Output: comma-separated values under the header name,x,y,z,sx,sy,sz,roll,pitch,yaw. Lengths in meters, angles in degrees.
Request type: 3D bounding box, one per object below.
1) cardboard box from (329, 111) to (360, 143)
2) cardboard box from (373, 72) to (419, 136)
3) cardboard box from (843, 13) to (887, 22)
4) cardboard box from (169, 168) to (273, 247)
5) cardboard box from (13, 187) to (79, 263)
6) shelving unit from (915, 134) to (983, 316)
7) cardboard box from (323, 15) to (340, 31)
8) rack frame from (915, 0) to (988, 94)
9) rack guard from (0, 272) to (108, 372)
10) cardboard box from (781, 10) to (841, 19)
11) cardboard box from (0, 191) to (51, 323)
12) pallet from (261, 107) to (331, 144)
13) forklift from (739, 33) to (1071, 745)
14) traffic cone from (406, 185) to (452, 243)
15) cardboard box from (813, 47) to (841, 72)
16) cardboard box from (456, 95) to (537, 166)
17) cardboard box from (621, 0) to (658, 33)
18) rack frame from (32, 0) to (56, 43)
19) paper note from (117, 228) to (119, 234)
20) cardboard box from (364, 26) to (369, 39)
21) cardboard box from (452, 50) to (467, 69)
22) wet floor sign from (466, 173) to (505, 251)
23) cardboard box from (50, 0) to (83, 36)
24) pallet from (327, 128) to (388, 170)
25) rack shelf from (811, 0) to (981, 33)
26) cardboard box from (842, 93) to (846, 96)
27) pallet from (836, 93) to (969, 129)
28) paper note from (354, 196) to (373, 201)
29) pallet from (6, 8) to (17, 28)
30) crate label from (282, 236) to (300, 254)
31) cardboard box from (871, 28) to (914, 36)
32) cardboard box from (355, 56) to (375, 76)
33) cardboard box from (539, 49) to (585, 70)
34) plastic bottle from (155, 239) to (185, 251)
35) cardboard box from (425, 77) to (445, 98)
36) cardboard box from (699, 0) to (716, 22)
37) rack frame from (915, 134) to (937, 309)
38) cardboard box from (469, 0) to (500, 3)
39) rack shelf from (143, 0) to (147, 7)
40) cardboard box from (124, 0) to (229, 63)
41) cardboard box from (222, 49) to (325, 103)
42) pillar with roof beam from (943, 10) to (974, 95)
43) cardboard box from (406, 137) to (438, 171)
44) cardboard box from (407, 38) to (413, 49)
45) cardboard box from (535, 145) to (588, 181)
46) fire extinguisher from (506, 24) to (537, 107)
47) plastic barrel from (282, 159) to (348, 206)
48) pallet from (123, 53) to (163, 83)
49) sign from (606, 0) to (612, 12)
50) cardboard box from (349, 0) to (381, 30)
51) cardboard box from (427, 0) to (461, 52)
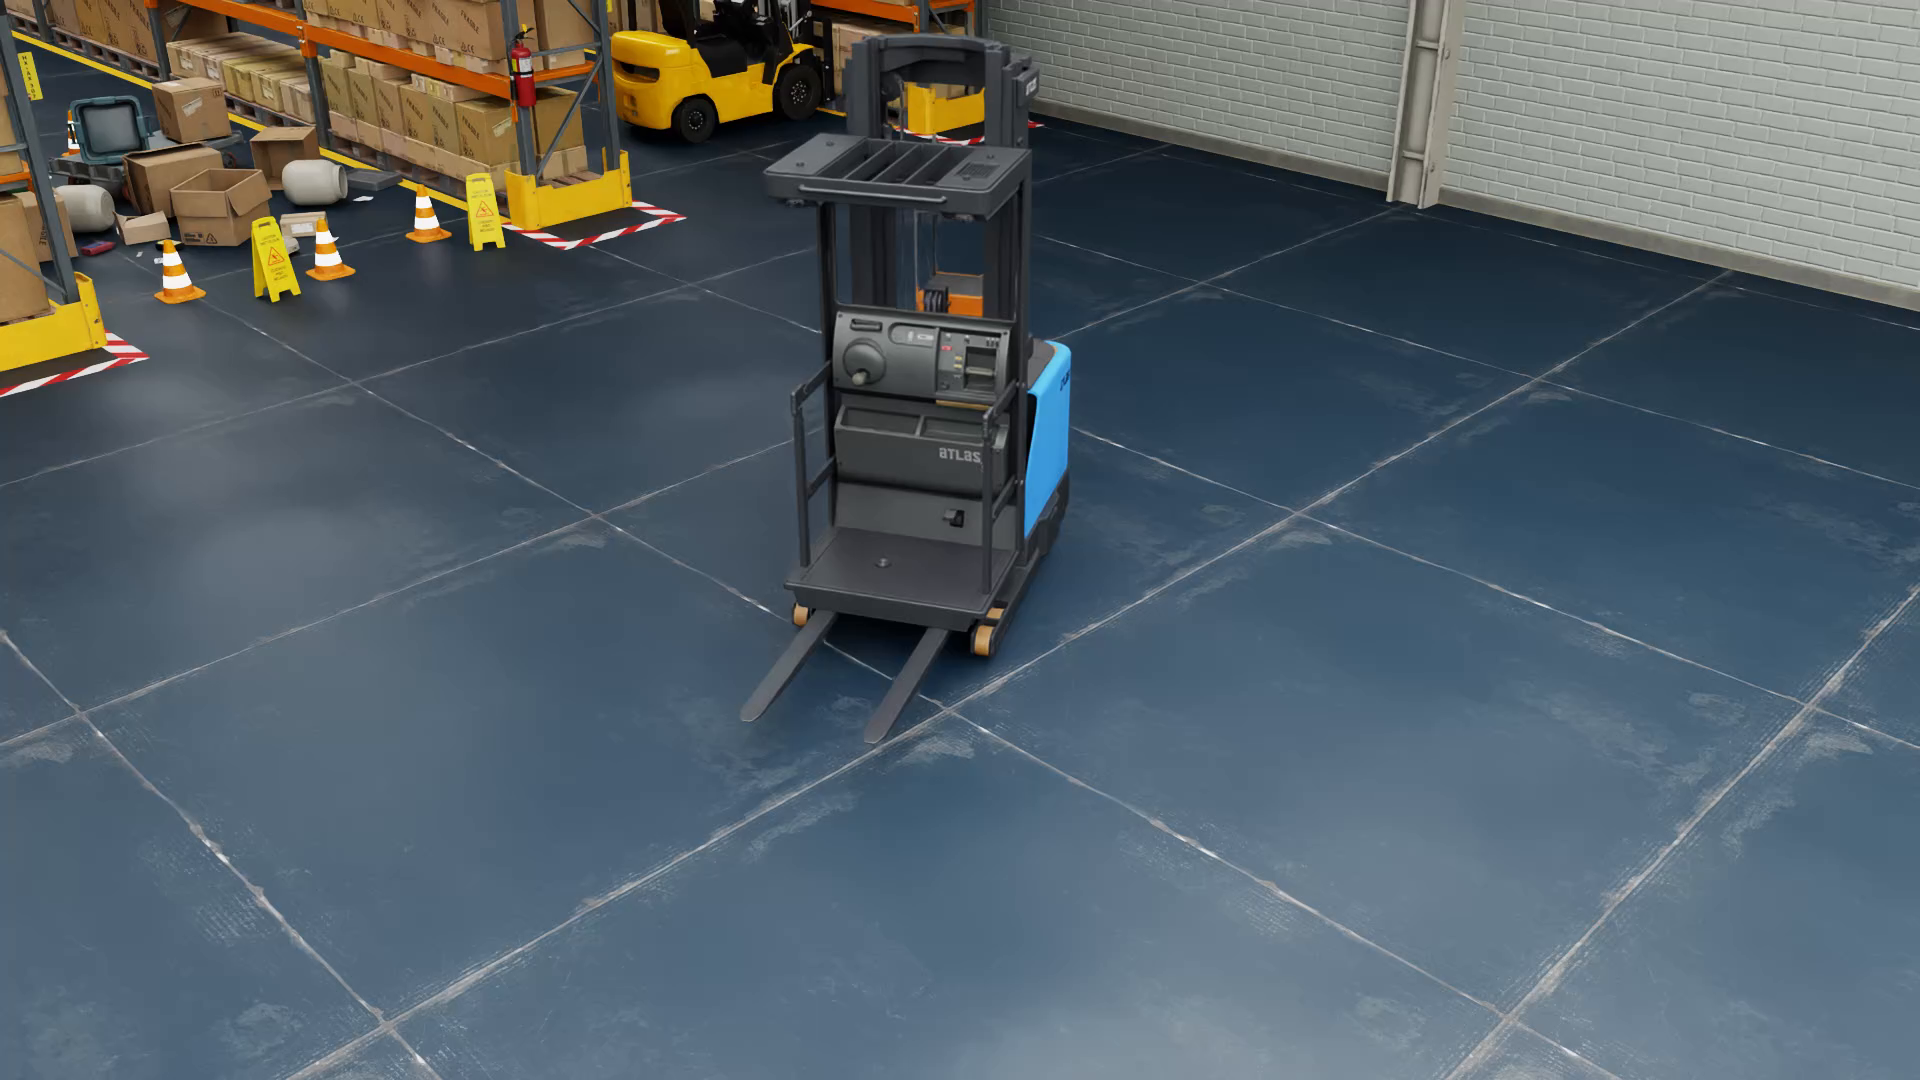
name,x,y,z,sx,sy,sz,roll,pitch,yaw
cardboard box,-6.184,-4.340,17.284,0.500,0.250,0.500,23,35,36
cardboard box,-5.425,-4.331,16.462,0.500,0.500,0.500,-23,35,-37
cardboard box,-1.003,-5.956,19.283,0.500,0.250,0.500,24,36,38
cardboard box,-6.590,-2.976,14.869,0.637,0.503,0.797,2,28,4
cardboard box,-7.987,-2.706,14.357,0.500,0.500,0.500,-18,33,-31
shelving unit,0.034,-1.341,10.045,0.503,2.100,0.431,8,29,14
cardboard box,-6.199,-5.267,16.815,0.380,0.149,0.250,-24,36,-38
rack frame,-0.085,-5.996,17.931,0.127,3.000,1.000,25,36,38
rack guard,-6.944,-1.558,12.176,0.348,0.500,1.175,25,36,38
cardboard box,-1.724,-5.948,19.269,0.500,0.250,0.500,24,36,37
cardboard box,-7.491,-2.117,12.385,0.875,0.875,0.875,25,37,39
pallet,-6.971,-4.672,18.409,1.213,0.211,1.003,25,36,38
forklift,-0.261,-0.898,8.308,1.130,2.935,3.031,8,29,15
traffic cone,-4.774,-2.937,14.839,0.334,0.463,0.336,25,36,38
cardboard box,-1.385,-5.570,19.087,0.500,0.250,0.500,24,36,37
cardboard box,-4.317,-3.824,15.496,0.500,0.500,0.500,25,37,39
cardboard box,-3.866,-6.859,21.671,0.625,0.625,0.875,24,36,38
rack frame,-12.120,-8.263,22.242,0.127,3.000,1.000,25,36,38
paper note,-7.562,-2.824,15.096,0.172,0.023,0.155,-13,30,-22
cardboard box,-5.624,-5.022,16.348,0.250,0.149,0.380,24,36,38
cardboard box,-4.406,-4.424,15.211,0.250,0.149,0.380,24,36,38
wet floor sign,-4.178,-2.889,14.551,0.267,0.644,0.232,-13,30,-22
cardboard box,-11.621,-7.333,22.305,0.875,0.875,0.875,-24,36,-38
pallet,-5.911,-4.211,17.533,1.213,0.211,1.003,25,36,38
rack shelf,-1.512,-6.331,19.339,4.000,0.370,1.077,25,36,38
cardboard box,-0.990,-5.179,18.880,0.500,0.250,0.500,25,36,38
pallet,-0.660,-4.998,19.028,1.213,0.211,1.003,25,36,38
paper note,-5.721,-3.281,15.956,0.148,0.019,0.142,12,30,22
pallet,-13.481,-7.701,24.170,1.213,0.211,1.003,25,36,38
crate label,-5.914,-2.550,14.452,0.298,0.136,0.250,7,29,13
cardboard box,-0.632,-5.455,18.329,0.500,0.250,0.500,-24,36,-38
cardboard box,-5.769,-4.731,16.525,0.380,0.149,0.250,-24,36,-37
cardboard box,-3.660,-4.416,15.196,0.250,0.149,0.380,25,37,39
plastic bottle,-6.964,-2.588,14.606,0.283,0.061,0.133,12,30,22
cardboard box,-4.803,-4.291,15.689,0.380,0.149,0.250,-25,36,-38
cardboard box,-2.813,-6.451,20.224,0.500,0.250,0.500,24,36,38
rack frame,-0.201,-1.373,10.105,0.015,2.100,0.400,8,29,14
cardboard box,-4.080,-5.061,14.650,0.500,0.500,0.700,24,36,37
rack shelf,-10.694,-7.292,21.169,4.000,0.370,1.077,25,36,38
cardboard box,-9.702,-6.457,20.638,0.875,0.875,0.875,24,36,38
cardboard box,-7.803,-5.306,18.990,0.950,0.372,0.625,-24,36,-38
pillar with roof beam,-2.968,-7.749,14.819,0.400,9.000,9.100,25,36,38
cardboard box,-5.069,-3.832,16.318,0.500,0.250,0.500,23,35,37
cardboard box,-5.056,-4.793,15.912,0.250,0.149,0.380,25,36,38
cardboard box,-3.944,-3.672,16.013,0.500,0.250,0.500,24,36,38
fire extinguisher,-3.804,-4.123,14.452,0.183,0.674,0.296,25,36,38
plastic barrel,-6.097,-3.379,15.722,0.512,0.421,0.421,-3,28,-5
pallet,-9.777,-6.006,20.946,1.213,0.211,1.003,25,36,38
sign,-3.183,-4.911,14.937,0.005,0.325,0.100,25,36,38
cardboard box,-5.574,-5.269,16.120,0.500,0.500,0.500,24,36,38
cardboard box,-4.497,-4.774,15.180,0.500,0.500,0.500,25,36,38
